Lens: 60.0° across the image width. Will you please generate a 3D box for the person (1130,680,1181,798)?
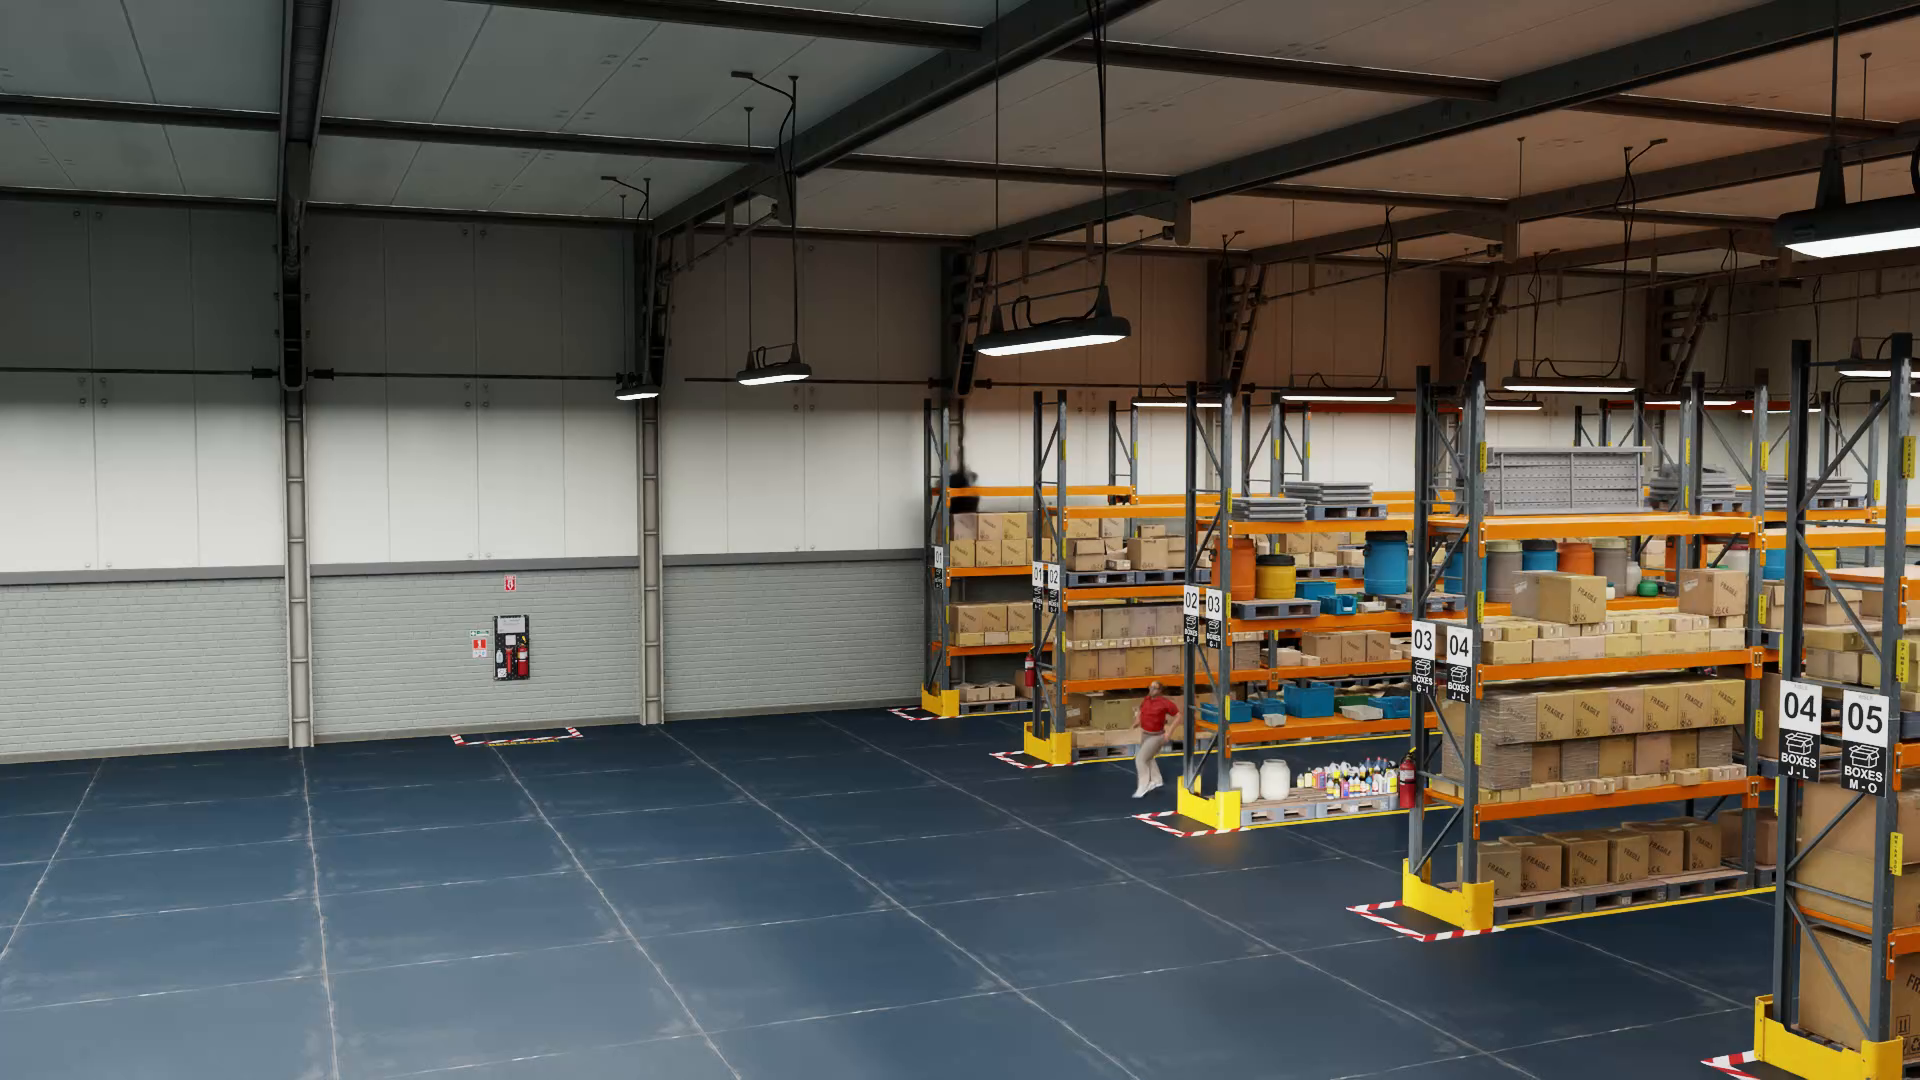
[{"bbox_3d":[2.824,2.910,24.211,0.683,1.758,0.733,-2,4,-30],"label":"person"}]
